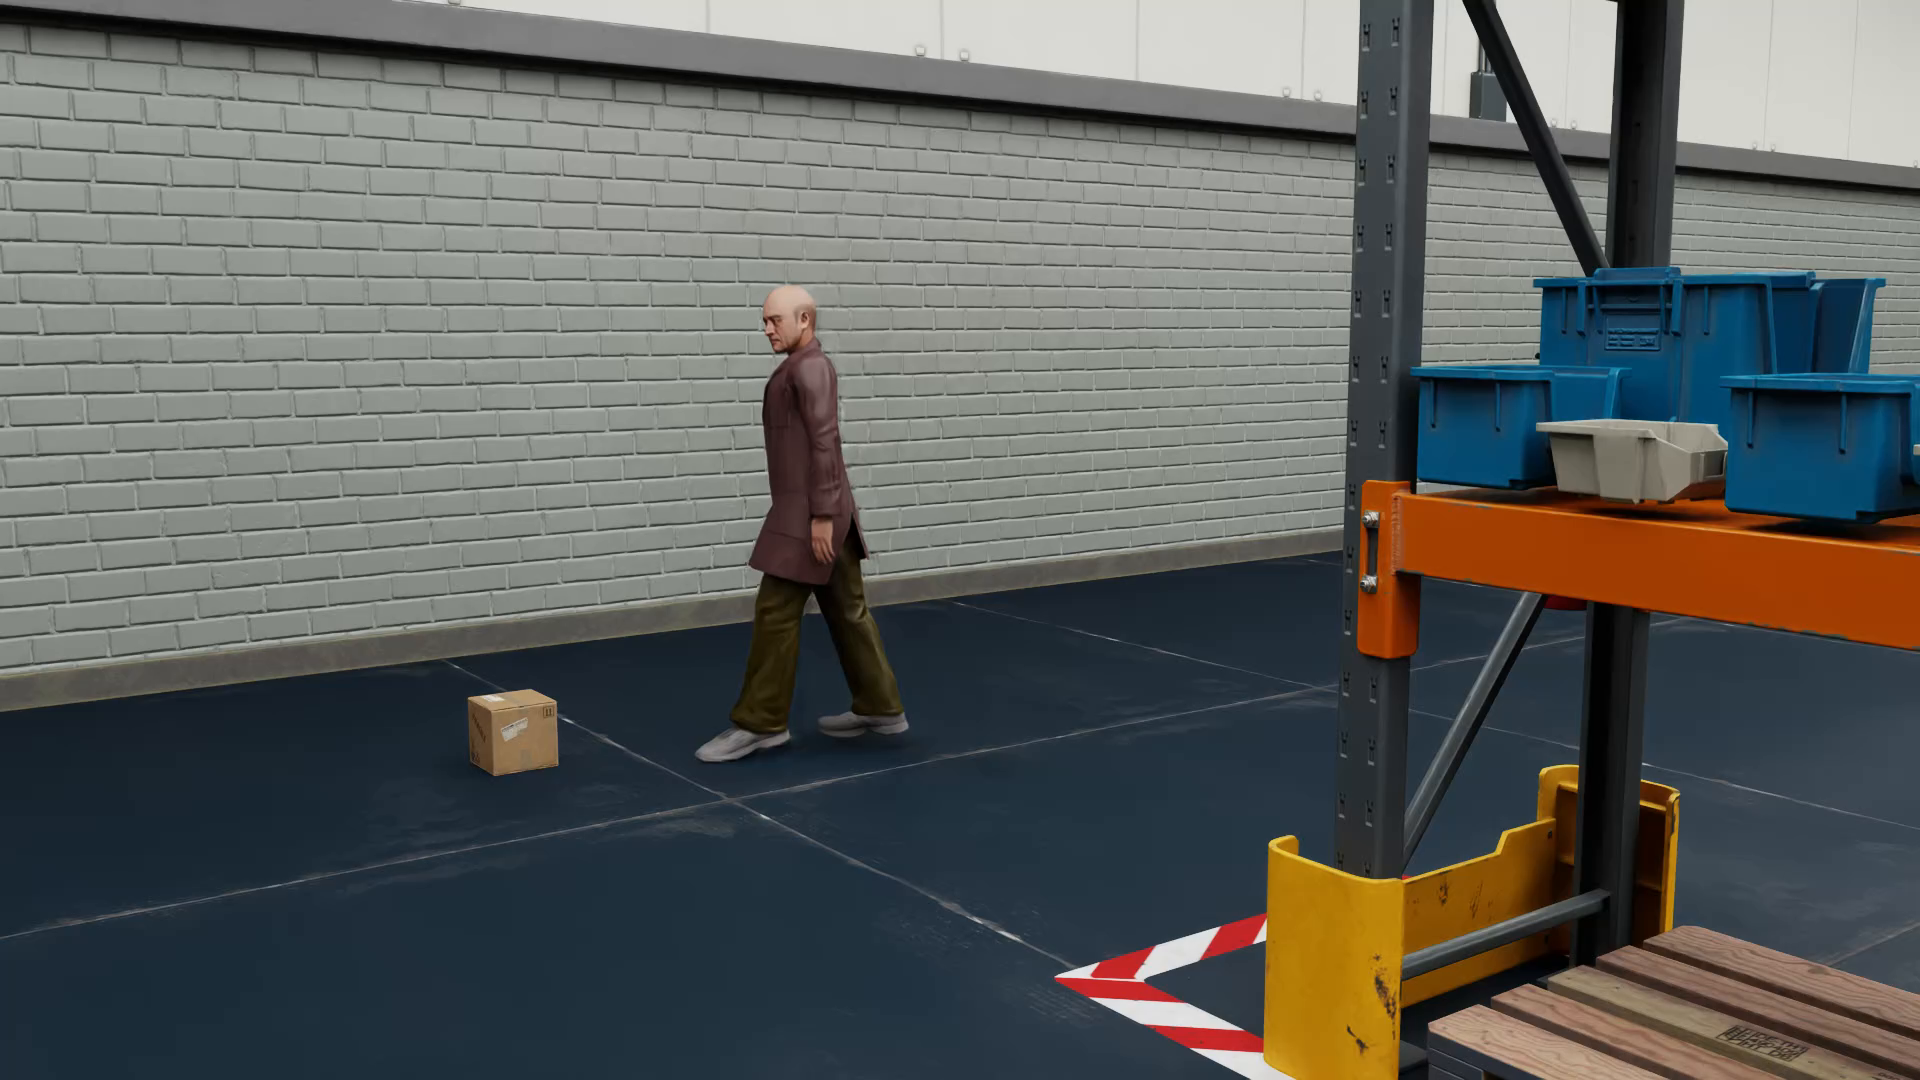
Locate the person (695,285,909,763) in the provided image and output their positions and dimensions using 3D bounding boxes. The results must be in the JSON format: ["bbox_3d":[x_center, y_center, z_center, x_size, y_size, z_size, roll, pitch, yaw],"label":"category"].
[{"bbox_3d":[-0.599,-0.073,6.379,0.801,1.791,0.599,0,8,1],"label":"person"}]
